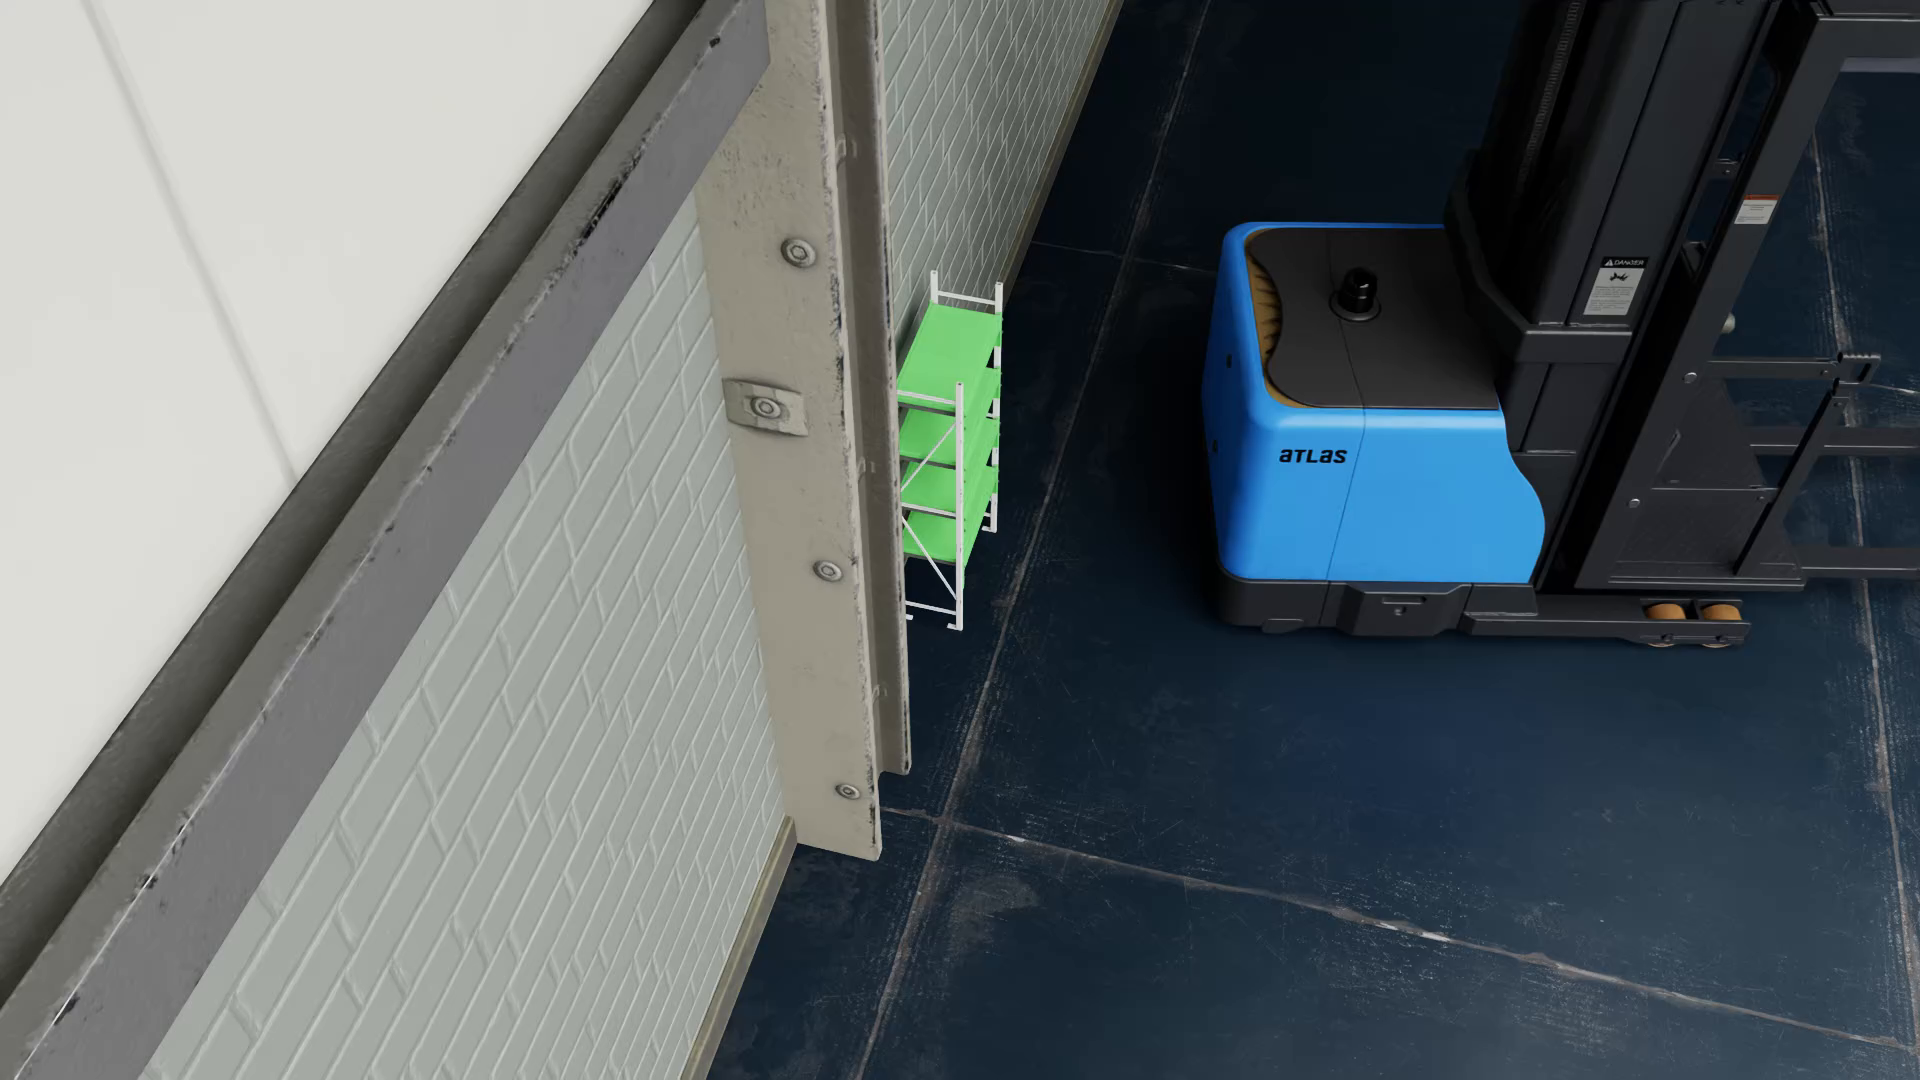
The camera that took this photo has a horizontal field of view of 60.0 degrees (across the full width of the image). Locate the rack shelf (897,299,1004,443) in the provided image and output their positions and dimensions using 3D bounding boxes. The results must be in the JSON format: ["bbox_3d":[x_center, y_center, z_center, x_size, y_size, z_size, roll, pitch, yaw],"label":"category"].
[{"bbox_3d":[-0.044,-0.553,5.382,0.258,0.148,0.480,12,50,10],"label":"rack shelf"}]

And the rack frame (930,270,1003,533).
[{"bbox_3d":[0.021,-0.454,5.850,0.240,1.200,0.015,12,50,10],"label":"rack frame"}]

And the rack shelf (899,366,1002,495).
[{"bbox_3d":[-0.044,-0.394,5.562,0.258,0.148,0.480,12,50,10],"label":"rack shelf"}]

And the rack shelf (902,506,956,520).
[{"bbox_3d":[-0.044,-0.254,5.721,0.199,0.029,0.442,12,50,10],"label":"rack shelf"}]

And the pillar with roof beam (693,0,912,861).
[{"bbox_3d":[3.791,-1.270,1.369,9.100,9.000,0.400,12,50,10],"label":"pillar with roof beam"}]

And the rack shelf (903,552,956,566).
[{"bbox_3d":[-0.044,-0.095,5.901,0.199,0.029,0.442,12,50,10],"label":"rack shelf"}]

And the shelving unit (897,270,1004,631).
[{"bbox_3d":[-0.044,-0.277,5.694,0.258,1.200,0.503,12,50,10],"label":"shelving unit"}]

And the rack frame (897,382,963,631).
[{"bbox_3d":[-0.108,-0.101,5.539,0.240,1.200,0.015,12,50,10],"label":"rack frame"}]

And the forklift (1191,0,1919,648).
[{"bbox_3d":[2.411,-0.993,5.172,3.031,2.935,1.130,1,49,1],"label":"forklift"}]
